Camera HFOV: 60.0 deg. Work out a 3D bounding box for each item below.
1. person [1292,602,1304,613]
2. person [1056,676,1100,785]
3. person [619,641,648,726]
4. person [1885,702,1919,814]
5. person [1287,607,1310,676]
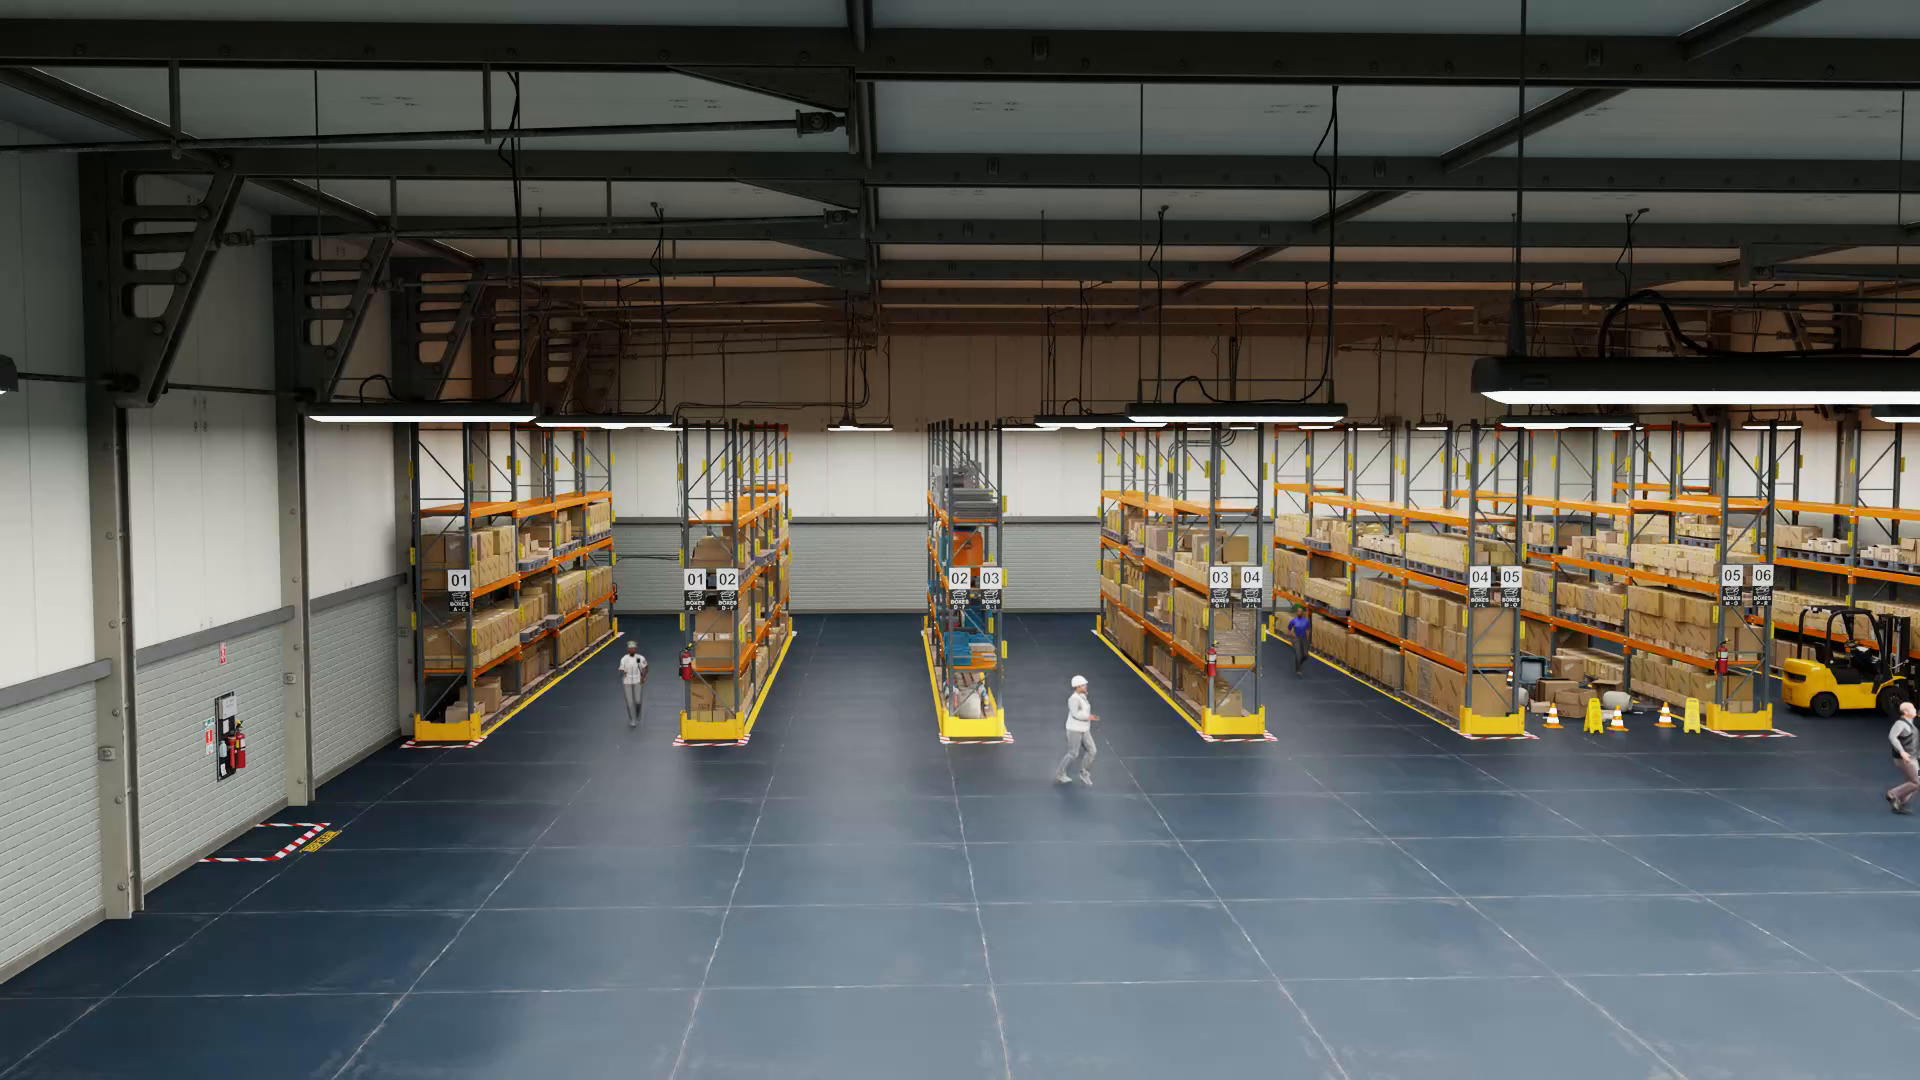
[{"bbox_3d":[10.011,1.682,48.987,1.043,1.760,0.675,0,4,-1],"label":"person"},{"bbox_3d":[1.935,3.126,27.050,0.748,1.851,0.670,2,4,24],"label":"person"},{"bbox_3d":[-6.366,2.812,32.396,0.561,1.676,0.599,0,4,-7],"label":"person"},{"bbox_3d":[14.219,3.280,24.979,0.515,1.685,0.666,3,5,41],"label":"person"},{"bbox_3d":[8.042,2.402,39.404,0.573,1.592,0.563,0,4,-3],"label":"person"}]
